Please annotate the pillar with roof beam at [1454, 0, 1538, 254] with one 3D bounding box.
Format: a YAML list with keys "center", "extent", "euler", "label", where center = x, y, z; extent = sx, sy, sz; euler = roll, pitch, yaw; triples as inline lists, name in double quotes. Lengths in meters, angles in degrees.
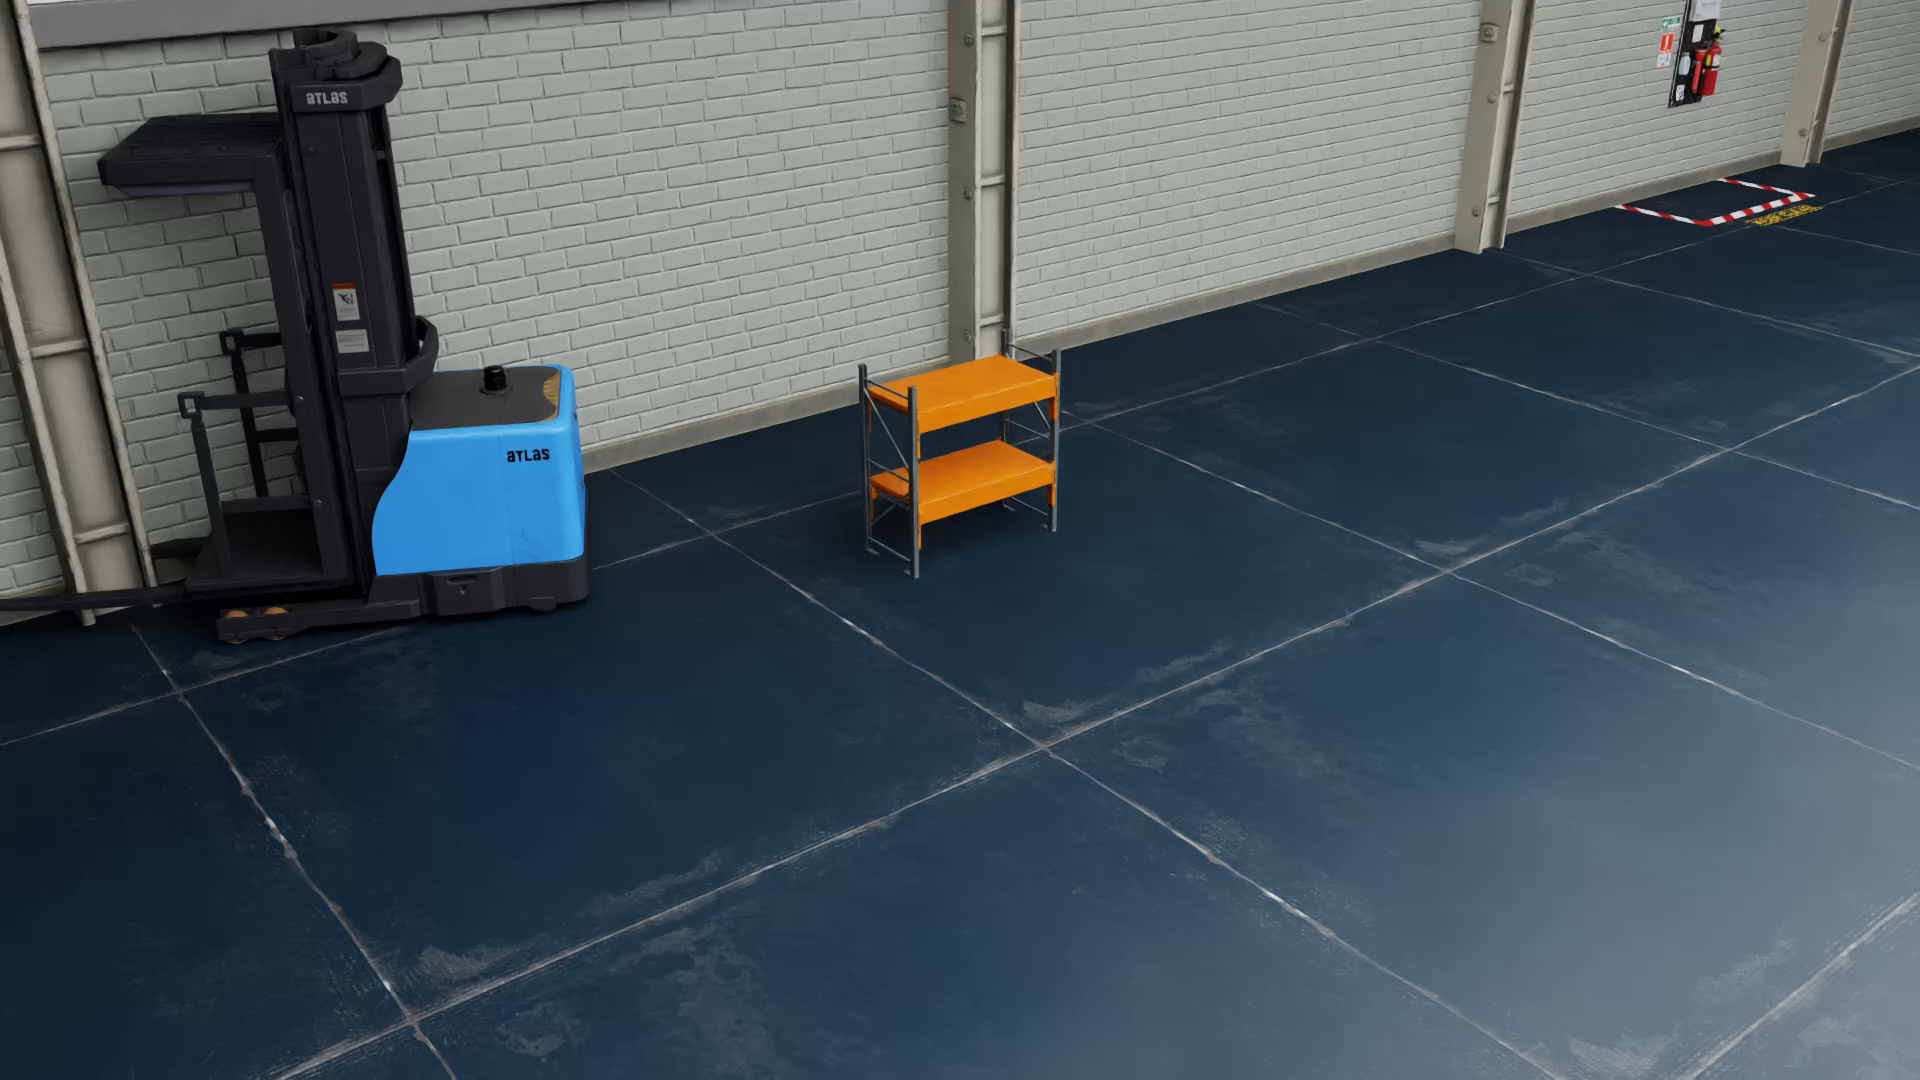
- center: [7.543, -5.420, 10.739]
  extent: [0.400, 9.000, 9.100]
  euler: [-18, 31, -34]
  label: "pillar with roof beam"

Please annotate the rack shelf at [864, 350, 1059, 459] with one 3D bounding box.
- center: [0.005, -0.777, 9.394]
  extent: [1.000, 0.278, 0.538]
  euler: [-18, 31, -34]
  label: "rack shelf"

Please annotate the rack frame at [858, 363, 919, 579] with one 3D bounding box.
- center: [-0.395, -0.380, 9.232]
  extent: [0.032, 1.125, 0.500]
  euler: [-18, 31, -34]
  label: "rack frame"

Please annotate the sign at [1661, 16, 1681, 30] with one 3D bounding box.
- center: [7.151, -5.199, 16.718]
  extent: [0.331, 0.109, 0.001]
  euler: [-18, 31, -34]
  label: "sign"

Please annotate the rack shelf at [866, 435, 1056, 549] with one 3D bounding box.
- center: [0.005, -0.290, 9.620]
  extent: [1.000, 0.278, 0.538]
  euler: [-18, 31, -34]
  label: "rack shelf"

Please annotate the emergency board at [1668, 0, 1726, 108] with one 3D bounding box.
- center: [7.640, -5.054, 17.077]
  extent: [0.643, 1.169, 0.194]
  euler: [-18, 31, -34]
  label: "emergency board"

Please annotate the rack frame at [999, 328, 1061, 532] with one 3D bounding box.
- center: [0.405, -0.644, 9.802]
  extent: [0.032, 1.125, 0.500]
  euler: [-18, 31, -34]
  label: "rack frame"

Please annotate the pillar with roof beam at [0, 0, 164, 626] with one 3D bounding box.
- center: [-1.900, -2.303, 4.022]
  extent: [0.400, 9.000, 9.100]
  euler: [-18, 31, -34]
  label: "pillar with roof beam"

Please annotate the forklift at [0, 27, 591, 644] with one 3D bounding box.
- center: [-3.563, -1.036, 8.501]
  extent: [3.031, 2.935, 1.130]
  euler: [-5, 25, -10]
  label: "forklift"

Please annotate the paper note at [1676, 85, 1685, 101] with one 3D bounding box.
- center: [7.458, -4.631, 17.212]
  extent: [0.142, 0.148, 0.016]
  euler: [-18, 31, -34]
  label: "paper note"

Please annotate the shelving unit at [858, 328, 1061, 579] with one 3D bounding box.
- center: [0.005, -0.512, 9.517]
  extent: [1.048, 1.125, 0.538]
  euler: [-18, 31, -34]
  label: "shelving unit"

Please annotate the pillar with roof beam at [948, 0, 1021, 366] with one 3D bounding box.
- center: [2.822, -3.861, 7.380]
  extent: [0.400, 9.000, 9.100]
  euler: [-18, 31, -34]
  label: "pillar with roof beam"

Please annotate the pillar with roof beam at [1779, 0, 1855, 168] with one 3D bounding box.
- center: [12.265, -6.978, 14.097]
  extent: [0.400, 9.000, 9.100]
  euler: [-18, 31, -34]
  label: "pillar with roof beam"

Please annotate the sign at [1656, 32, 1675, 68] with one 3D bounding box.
- center: [7.142, -4.961, 16.833]
  extent: [0.234, 0.329, 0.001]
  euler: [-18, 31, -34]
  label: "sign"
